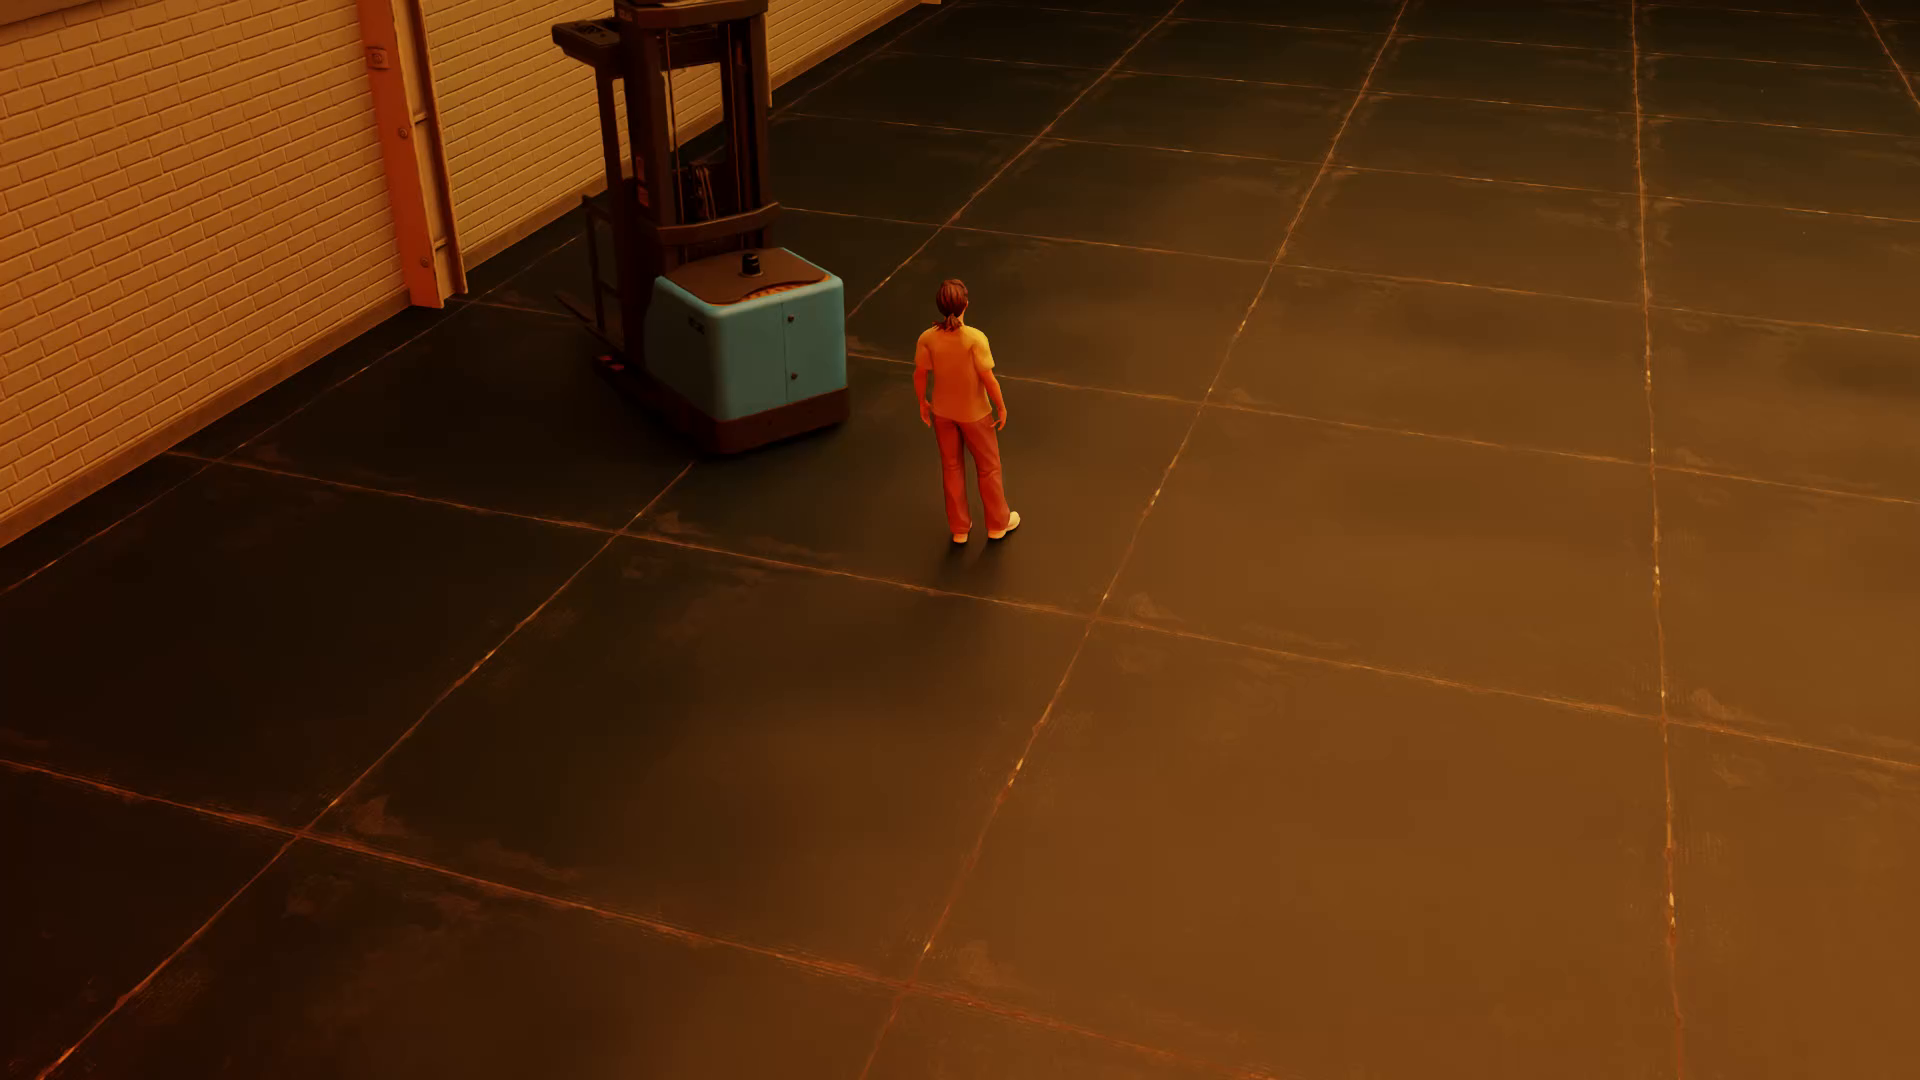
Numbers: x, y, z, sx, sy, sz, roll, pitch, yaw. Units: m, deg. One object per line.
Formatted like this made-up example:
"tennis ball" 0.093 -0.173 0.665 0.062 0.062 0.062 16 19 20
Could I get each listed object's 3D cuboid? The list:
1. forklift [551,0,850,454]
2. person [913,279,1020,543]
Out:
"forklift" -2.032 -2.511 11.541 1.130 2.935 3.031 -20 35 -31
"person" 0.035 -0.767 9.735 0.553 1.673 0.548 10 31 16
